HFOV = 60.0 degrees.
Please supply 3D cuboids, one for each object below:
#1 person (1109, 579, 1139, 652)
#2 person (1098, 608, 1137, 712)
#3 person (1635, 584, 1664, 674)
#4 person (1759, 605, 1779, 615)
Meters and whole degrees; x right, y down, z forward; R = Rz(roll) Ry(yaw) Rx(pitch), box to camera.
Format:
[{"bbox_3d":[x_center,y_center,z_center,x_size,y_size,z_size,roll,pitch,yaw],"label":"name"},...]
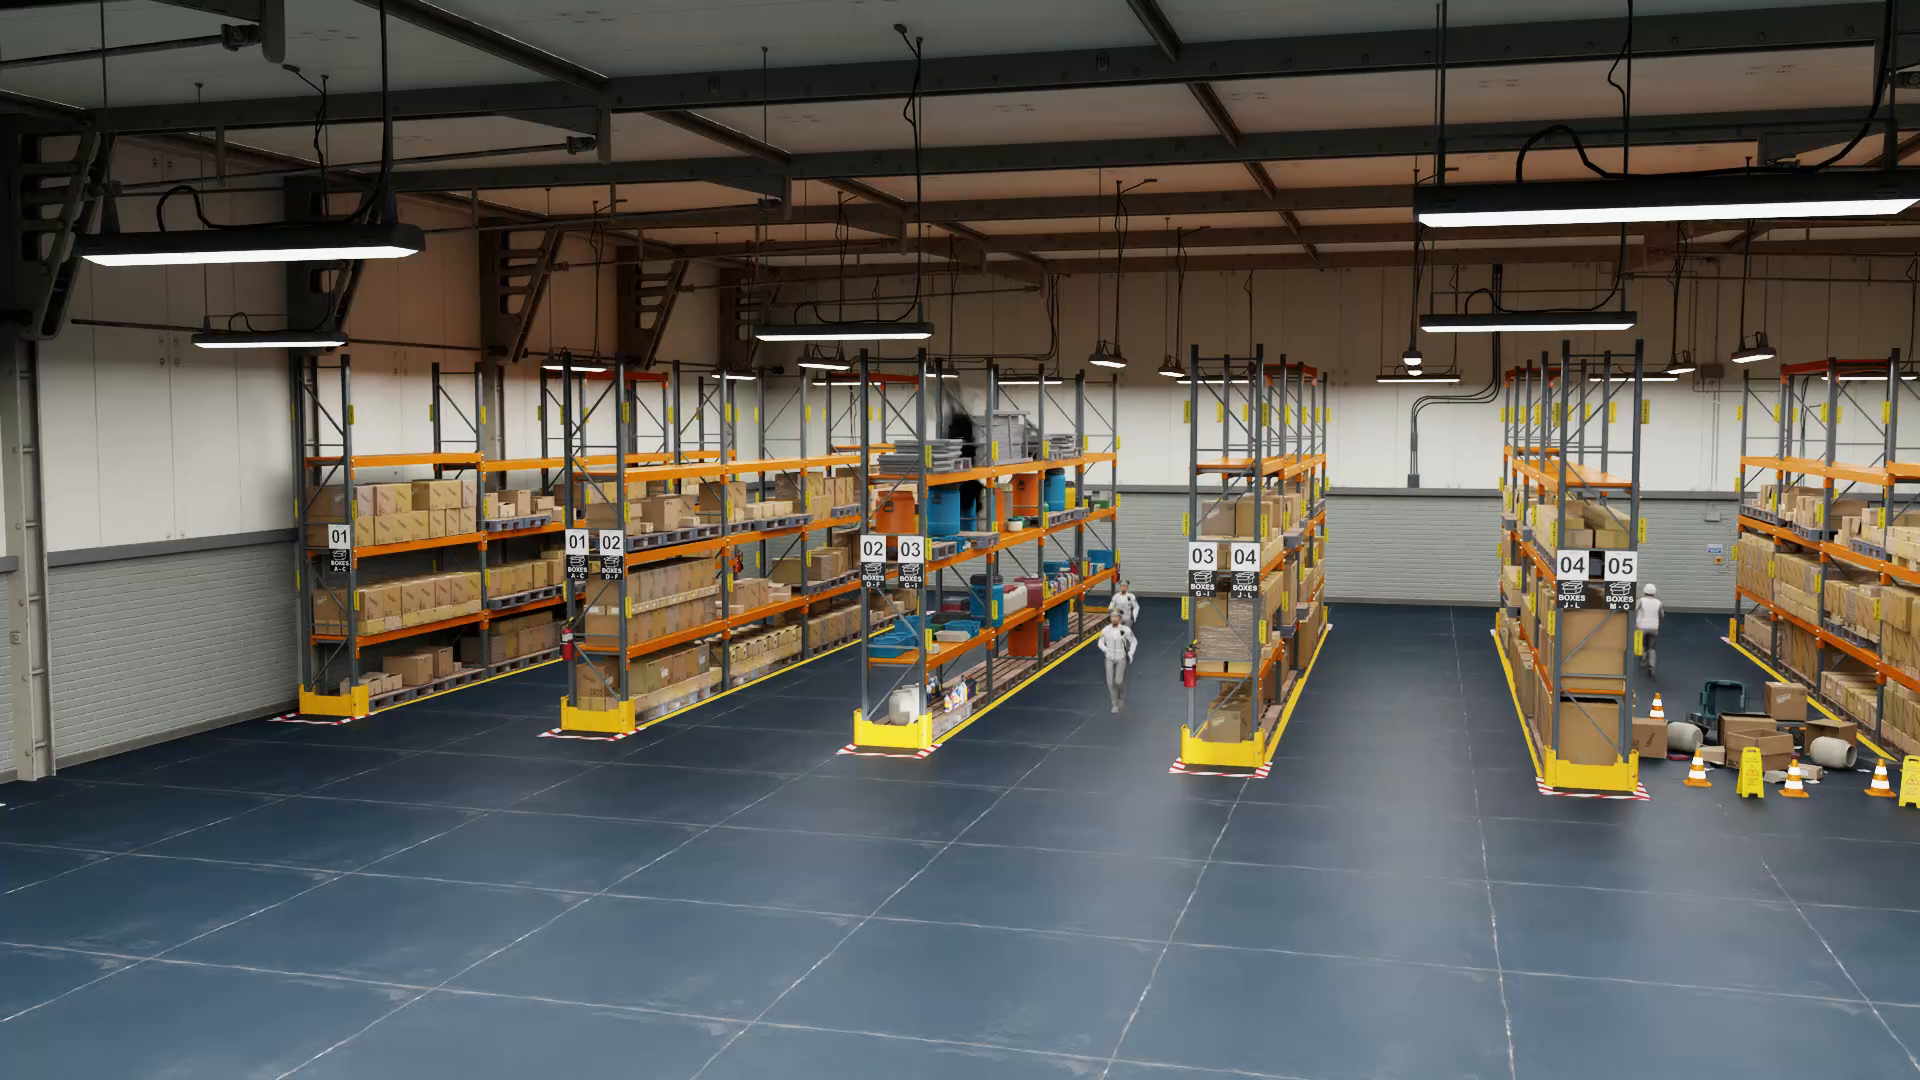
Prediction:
[{"bbox_3d":[3.358,1.630,34.114,0.616,1.659,0.514,1,4,9],"label":"person"},{"bbox_3d":[2.472,1.913,26.356,0.605,1.671,0.529,1,4,15],"label":"person"},{"bbox_3d":[13.318,1.706,32.304,0.675,1.727,0.764,1,4,10],"label":"person"},{"bbox_3d":[18.328,1.336,37.401,0.777,1.730,0.640,-4,6,-42],"label":"person"}]
